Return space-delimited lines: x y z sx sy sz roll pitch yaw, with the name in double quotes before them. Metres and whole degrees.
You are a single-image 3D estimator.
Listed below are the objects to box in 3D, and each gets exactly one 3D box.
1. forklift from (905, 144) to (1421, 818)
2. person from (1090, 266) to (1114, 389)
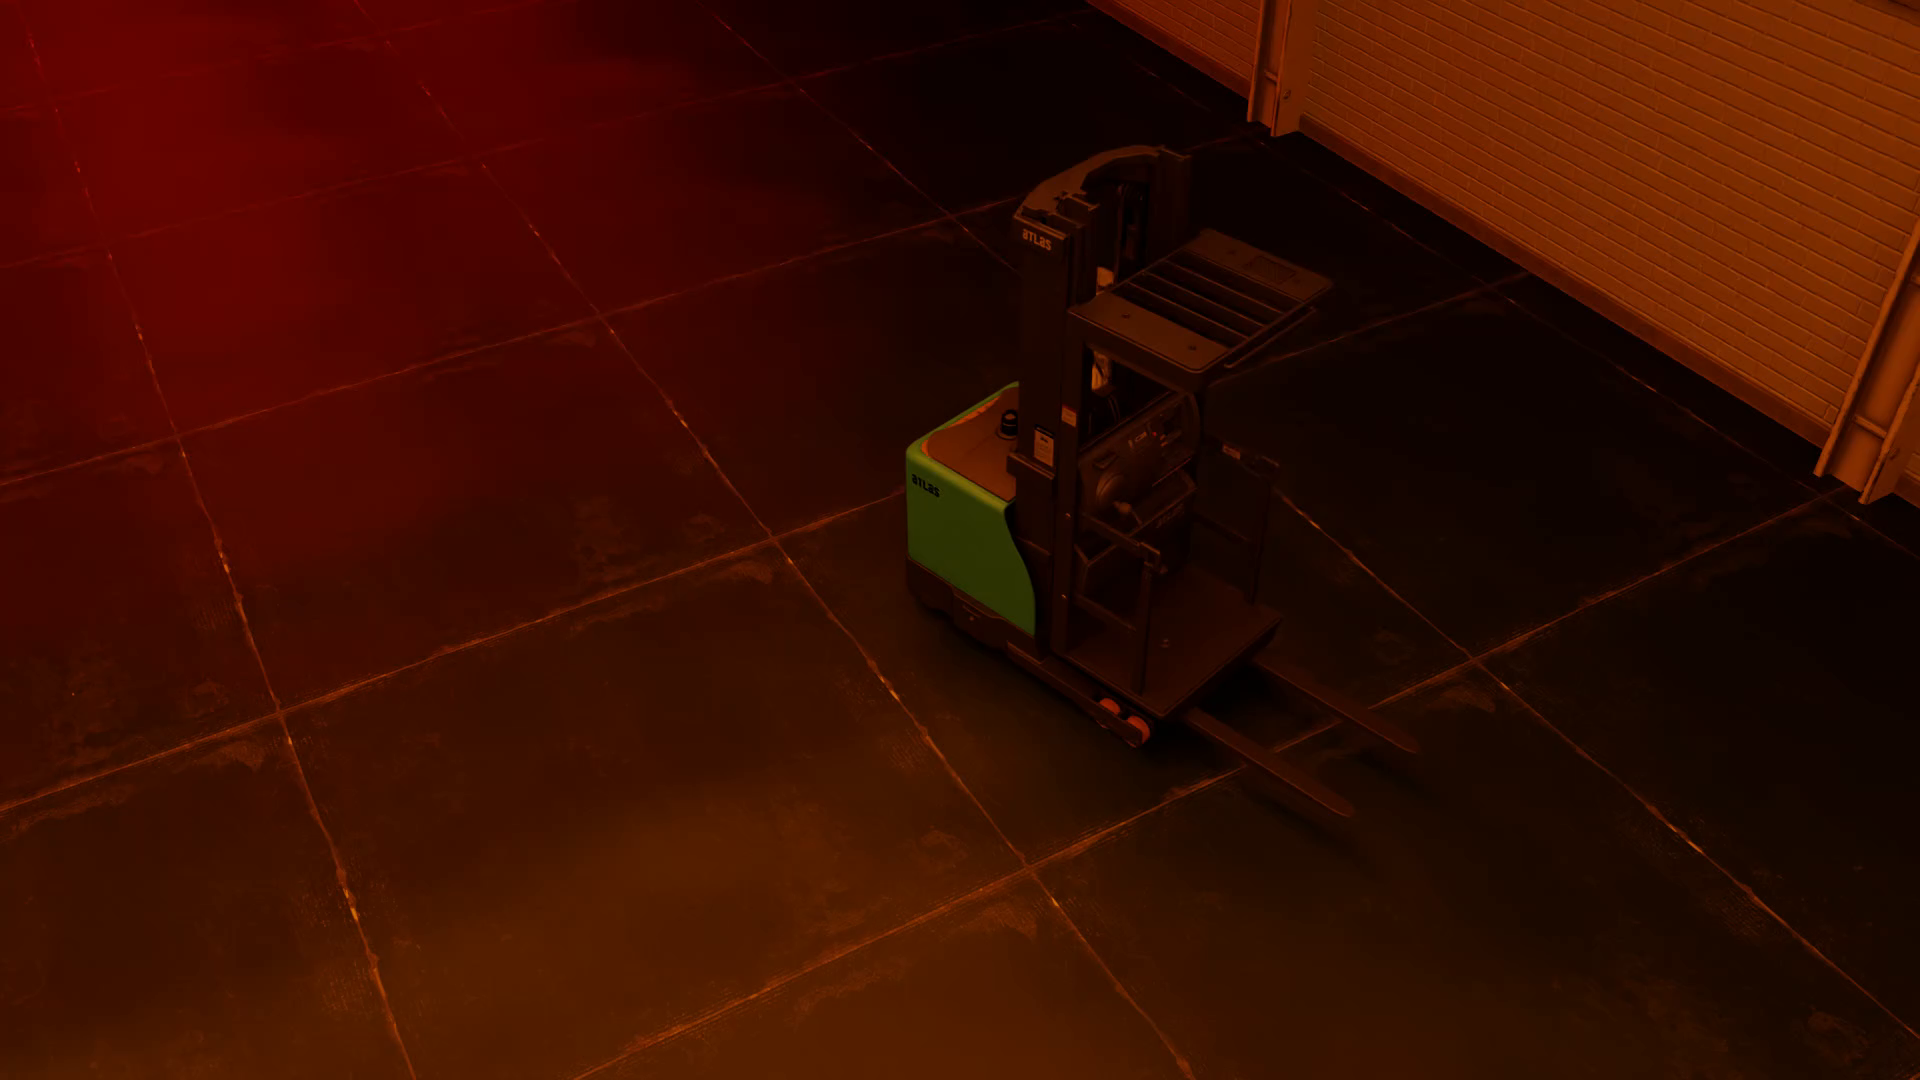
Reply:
"forklift" 1.089 -0.390 8.507 3.031 2.935 1.130 32 49 32
"person" 0.825 -0.935 10.175 0.715 1.645 0.341 30 48 31
